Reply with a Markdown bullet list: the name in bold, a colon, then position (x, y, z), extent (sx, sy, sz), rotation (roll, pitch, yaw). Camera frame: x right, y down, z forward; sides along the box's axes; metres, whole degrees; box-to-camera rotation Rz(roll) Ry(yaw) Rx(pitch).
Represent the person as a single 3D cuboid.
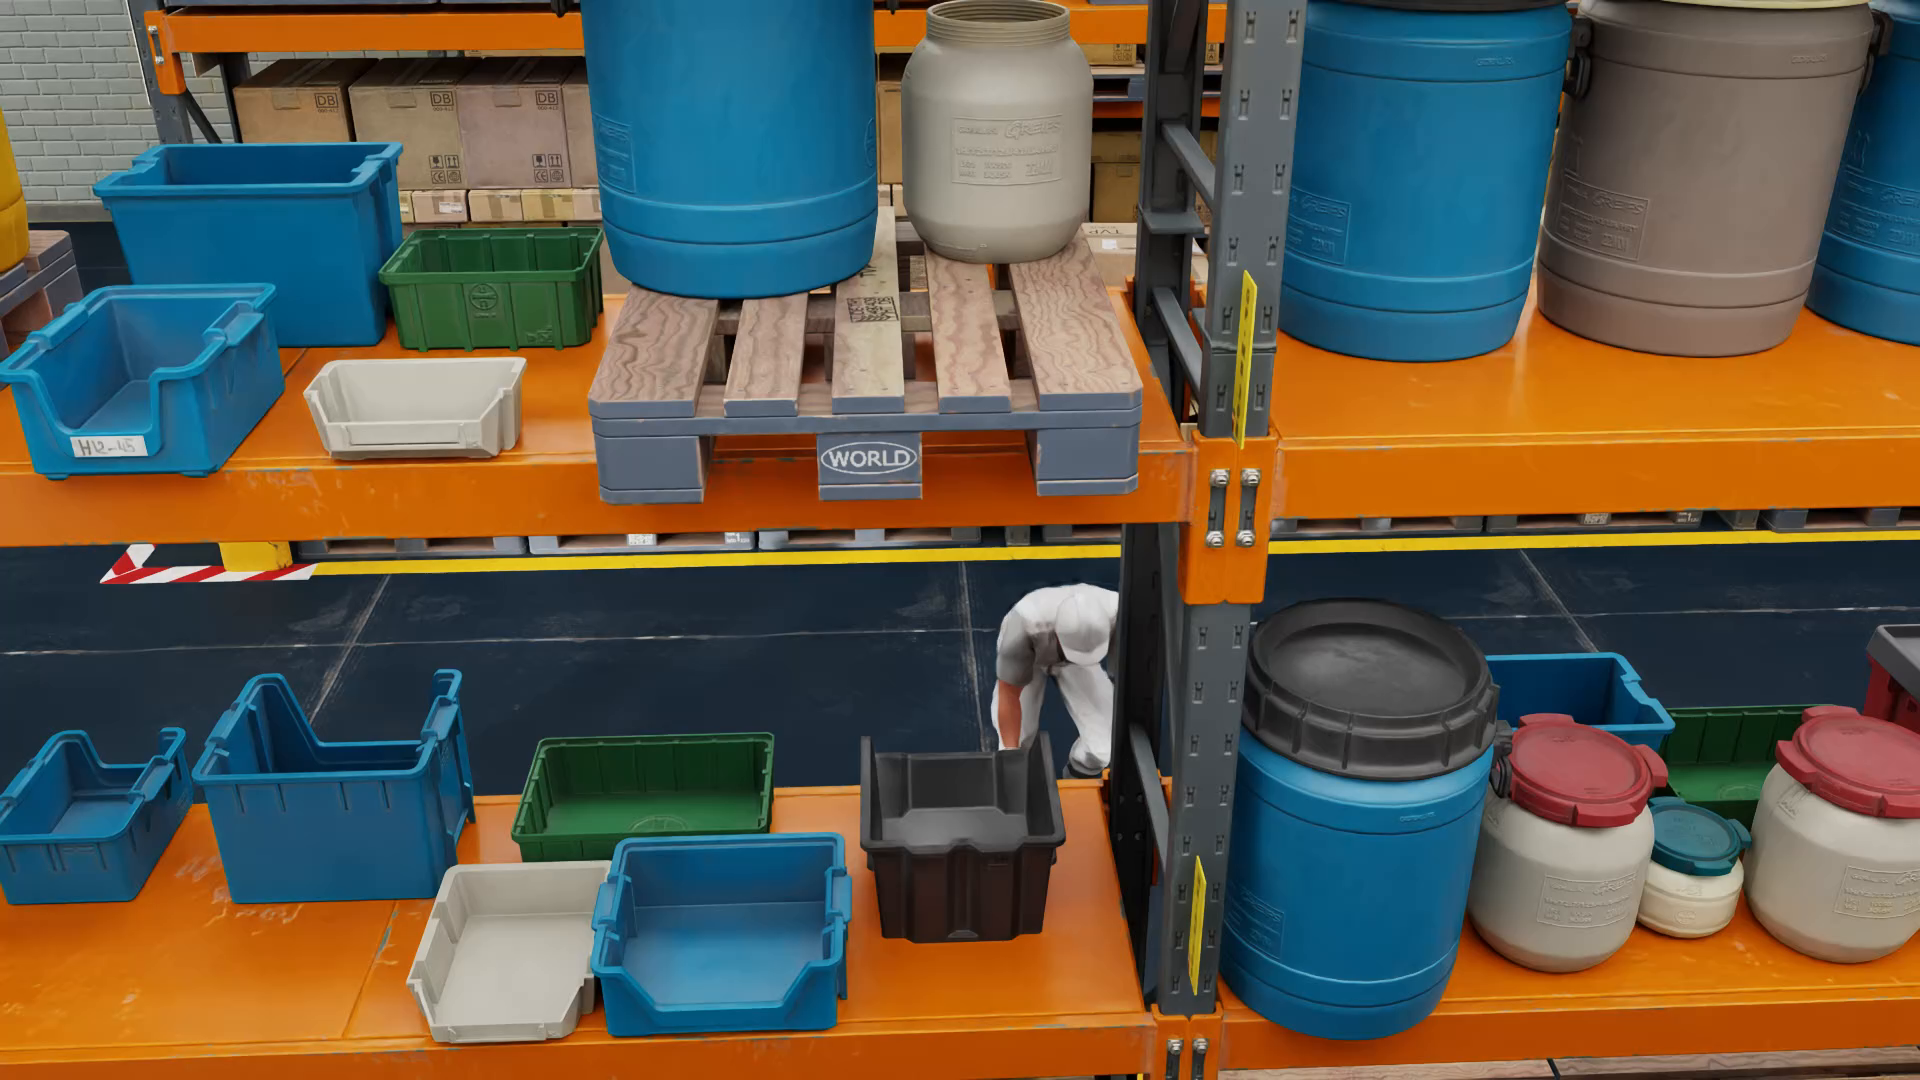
- **person**: position (0.417, 0.599, 6.576), extent (0.584, 1.201, 0.845), rotation (-1, 27, -3)
